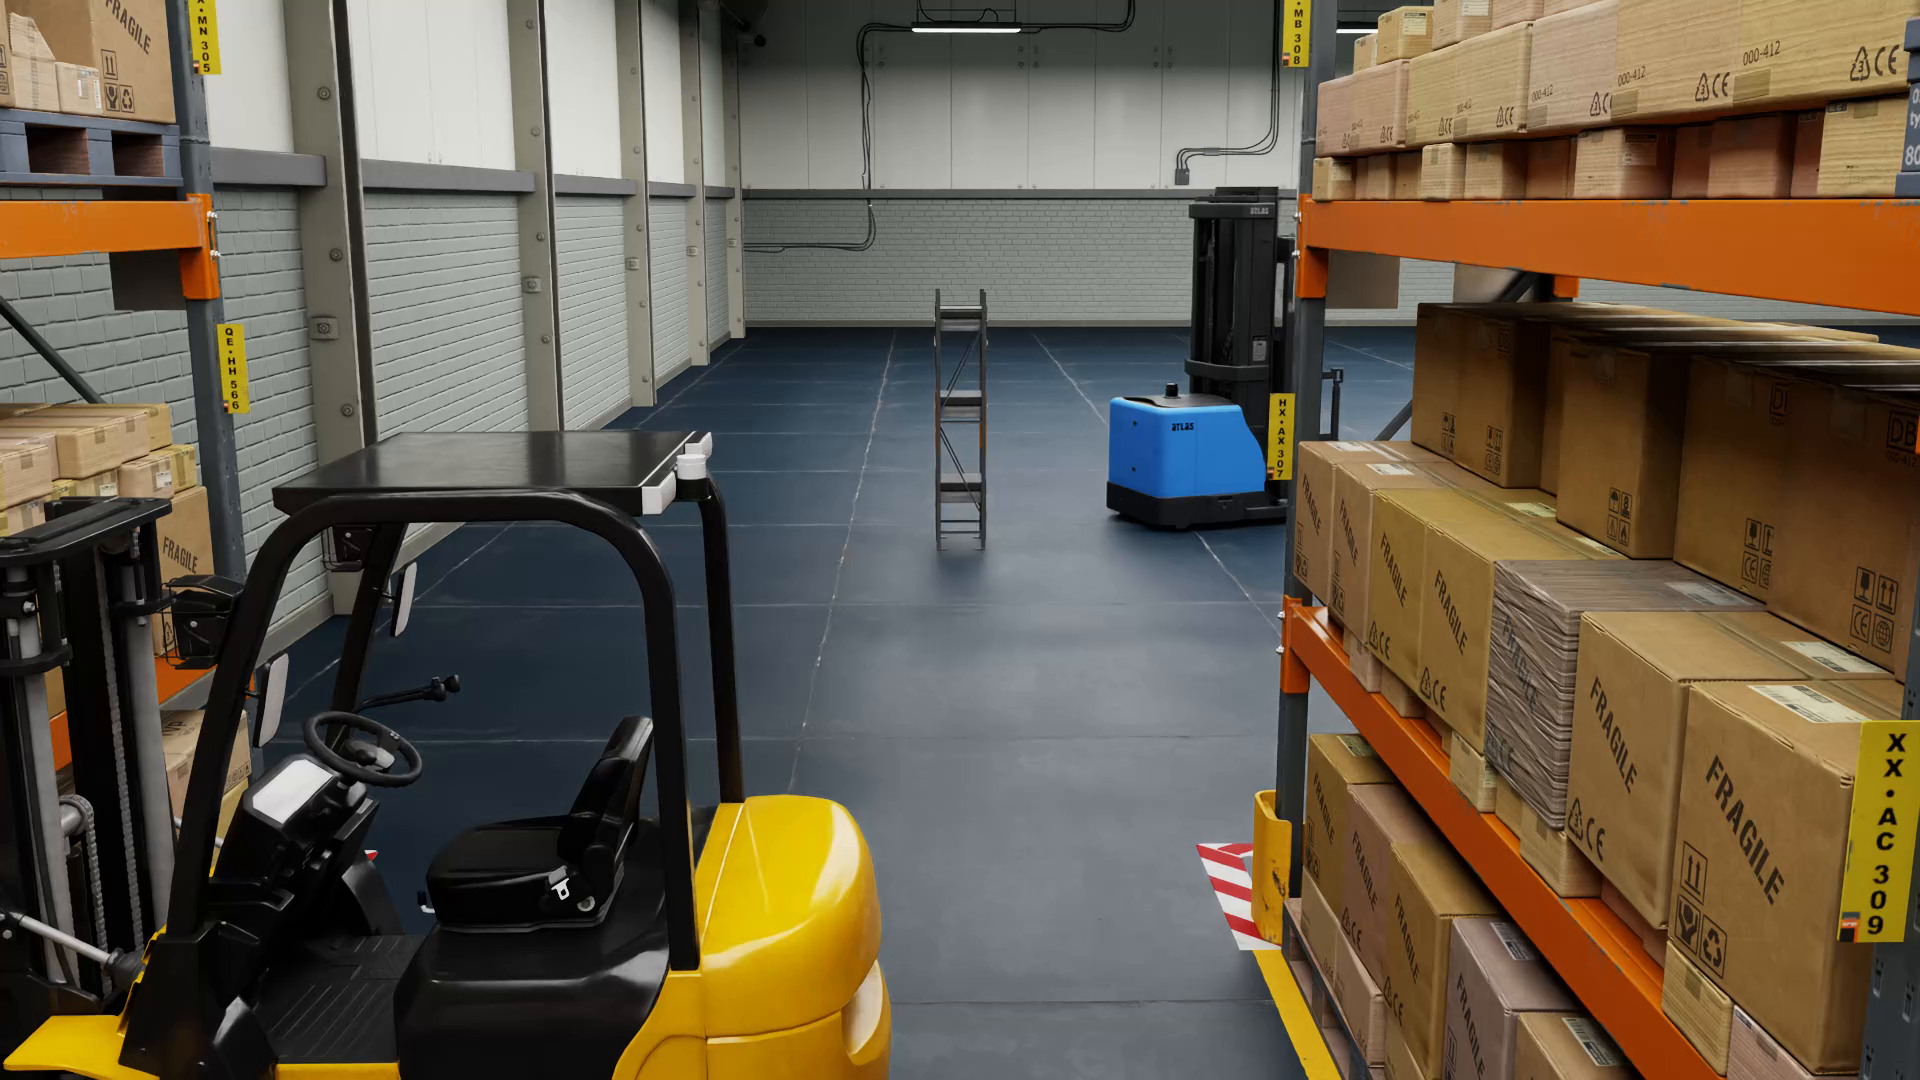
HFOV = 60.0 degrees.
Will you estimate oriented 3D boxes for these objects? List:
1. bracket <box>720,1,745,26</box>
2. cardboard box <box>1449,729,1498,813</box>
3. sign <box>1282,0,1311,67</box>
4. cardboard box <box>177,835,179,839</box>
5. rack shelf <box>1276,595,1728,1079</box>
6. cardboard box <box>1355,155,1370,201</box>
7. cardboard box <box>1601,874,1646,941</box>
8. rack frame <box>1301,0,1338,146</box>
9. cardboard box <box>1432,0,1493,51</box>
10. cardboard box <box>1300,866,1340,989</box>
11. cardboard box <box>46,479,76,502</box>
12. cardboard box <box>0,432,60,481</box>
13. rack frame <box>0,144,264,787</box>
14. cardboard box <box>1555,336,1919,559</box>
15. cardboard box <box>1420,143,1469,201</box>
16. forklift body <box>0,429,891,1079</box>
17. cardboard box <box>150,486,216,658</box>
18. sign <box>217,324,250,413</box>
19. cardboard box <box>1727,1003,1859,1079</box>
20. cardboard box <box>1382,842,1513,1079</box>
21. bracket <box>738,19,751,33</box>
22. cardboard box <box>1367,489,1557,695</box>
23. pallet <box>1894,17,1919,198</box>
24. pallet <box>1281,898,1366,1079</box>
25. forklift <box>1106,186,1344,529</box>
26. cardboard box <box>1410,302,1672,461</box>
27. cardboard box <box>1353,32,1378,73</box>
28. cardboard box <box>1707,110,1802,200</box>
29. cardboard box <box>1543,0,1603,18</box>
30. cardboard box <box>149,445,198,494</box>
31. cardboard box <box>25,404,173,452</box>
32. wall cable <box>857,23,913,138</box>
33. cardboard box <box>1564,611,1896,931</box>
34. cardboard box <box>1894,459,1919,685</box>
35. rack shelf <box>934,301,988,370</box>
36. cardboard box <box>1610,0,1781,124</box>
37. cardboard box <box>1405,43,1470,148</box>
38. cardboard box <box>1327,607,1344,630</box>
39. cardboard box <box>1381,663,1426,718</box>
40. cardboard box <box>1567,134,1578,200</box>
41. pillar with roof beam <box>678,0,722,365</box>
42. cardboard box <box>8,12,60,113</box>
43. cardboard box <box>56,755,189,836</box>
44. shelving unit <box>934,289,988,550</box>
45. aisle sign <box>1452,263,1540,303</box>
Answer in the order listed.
[{"bbox_3d":[-4.301,-9.877,31.058,0.076,0.066,4.783,0,11,-1],"label":"bracket"},{"bbox_3d":[1.482,0.586,4.258,0.380,0.149,0.250,0,11,-1],"label":"cardboard box"},{"bbox_3d":[1.209,-1.862,5.949,0.100,0.325,0.005,0,11,-1],"label":"sign"},{"bbox_3d":[-2.889,1.147,5.461,0.500,0.250,0.500,0,11,-2],"label":"cardboard box"},{"bbox_3d":[1.793,0.784,4.458,1.077,0.370,4.000,0,11,-1],"label":"rack shelf"},{"bbox_3d":[1.529,-1.194,5.485,0.380,0.149,0.250,-1,11,-3],"label":"cardboard box"},{"bbox_3d":[1.592,0.739,3.506,0.380,0.149,0.250,0,11,-2],"label":"cardboard box"},{"bbox_3d":[1.752,-2.906,5.749,1.000,3.000,0.127,0,11,-1],"label":"rack frame"},{"bbox_3d":[1.475,-1.381,4.402,0.380,0.149,0.250,0,11,0],"label":"cardboard box"},{"bbox_3d":[1.492,1.338,5.781,0.500,0.250,0.500,0,11,-2],"label":"cardboard box"},{"bbox_3d":[-2.951,-0.092,5.085,0.380,0.149,0.250,0,11,-2],"label":"cardboard box"},{"bbox_3d":[-2.993,-0.236,5.049,0.380,0.149,0.250,0,11,-1],"label":"cardboard box"},{"bbox_3d":[-3.211,0.055,6.242,1.000,3.000,0.127,0,11,-1],"label":"rack frame"},{"bbox_3d":[1.968,-0.249,4.225,0.700,0.500,0.500,0,11,-2],"label":"cardboard box"},{"bbox_3d":[1.465,-0.989,4.475,0.380,0.149,0.250,0,11,-1],"label":"cardboard box"},{"bbox_3d":[-1.348,0.841,4.505,2.313,2.155,1.214,0,11,-1],"label":"forklift body"},{"bbox_3d":[-2.938,0.103,5.755,0.500,0.500,0.500,0,11,-2],"label":"cardboard box"},{"bbox_3d":[-2.668,-0.628,6.100,0.100,0.325,0.005,0,11,-1],"label":"sign"},{"bbox_3d":[1.523,0.890,2.760,0.380,0.149,0.250,0,11,-2],"label":"cardboard box"},{"bbox_3d":[1.510,1.178,4.680,0.500,0.500,0.500,0,11,0],"label":"cardboard box"},{"bbox_3d":[-4.354,-10.389,33.582,0.235,0.232,0.430,0,11,-1],"label":"bracket"},{"bbox_3d":[1.510,0.139,4.830,0.500,0.500,0.500,0,11,-2],"label":"cardboard box"},{"bbox_3d":[1.741,-0.425,1.540,1.213,0.211,1.003,0,11,-1],"label":"pallet"},{"bbox_3d":[1.735,1.578,5.752,1.003,0.211,1.213,0,11,-1],"label":"pallet"},{"bbox_3d":[2.906,-1.693,15.034,3.031,2.935,1.130,-5,12,-21],"label":"forklift"},{"bbox_3d":[1.981,-0.550,5.711,0.700,0.500,0.500,-1,11,-3],"label":"cardboard box"},{"bbox_3d":[1.555,-1.632,5.641,0.380,0.149,0.250,0,11,-2],"label":"cardboard box"},{"bbox_3d":[1.576,-0.680,2.956,0.380,0.149,0.250,0,11,-1],"label":"cardboard box"},{"bbox_3d":[1.515,-1.228,3.650,0.380,0.149,0.250,0,11,0],"label":"cardboard box"},{"bbox_3d":[-2.924,-0.244,5.833,0.380,0.149,0.250,0,11,0],"label":"cardboard box"},{"bbox_3d":[-2.993,-0.387,5.791,0.380,0.149,0.250,0,11,-1],"label":"cardboard box"},{"bbox_3d":[-0.752,-10.262,37.114,3.097,2.526,0.112,0,11,-1],"label":"wall cable"},{"bbox_3d":[1.559,0.445,3.322,0.500,0.500,0.500,0,11,1],"label":"cardboard box"},{"bbox_3d":[2.042,0.056,2.723,0.700,0.500,0.500,0,11,-2],"label":"cardboard box"},{"bbox_3d":[0.003,-1.669,13.552,0.431,0.518,0.480,0,11,-1],"label":"rack shelf"},{"bbox_3d":[1.545,-0.900,3.036,0.500,0.250,0.500,0,11,-2],"label":"cardboard box"},{"bbox_3d":[1.532,-1.204,4.535,0.500,0.250,0.500,0,11,1],"label":"cardboard box"},{"bbox_3d":[1.552,0.226,6.034,0.380,0.149,0.250,0,11,-1],"label":"cardboard box"},{"bbox_3d":[1.494,0.431,5.023,0.380,0.149,0.250,0,11,0],"label":"cardboard box"},{"bbox_3d":[1.595,-0.836,3.721,0.380,0.149,0.250,0,11,0],"label":"cardboard box"},{"bbox_3d":[-0.289,-7.531,28.548,9.100,9.000,0.548,0,11,-1],"label":"pillar with roof beam"},{"bbox_3d":[-2.885,-1.390,4.851,0.396,0.266,0.258,0,11,-1],"label":"cardboard box"},{"bbox_3d":[-2.873,0.899,5.429,0.500,0.250,0.500,0,11,0],"label":"cardboard box"},{"bbox_3d":[0.003,-0.996,13.688,0.431,2.100,0.503,0,11,-1],"label":"shelving unit"},{"bbox_3d":[2.040,-1.253,6.154,0.394,0.787,0.004,0,11,-1],"label":"aisle sign"}]
